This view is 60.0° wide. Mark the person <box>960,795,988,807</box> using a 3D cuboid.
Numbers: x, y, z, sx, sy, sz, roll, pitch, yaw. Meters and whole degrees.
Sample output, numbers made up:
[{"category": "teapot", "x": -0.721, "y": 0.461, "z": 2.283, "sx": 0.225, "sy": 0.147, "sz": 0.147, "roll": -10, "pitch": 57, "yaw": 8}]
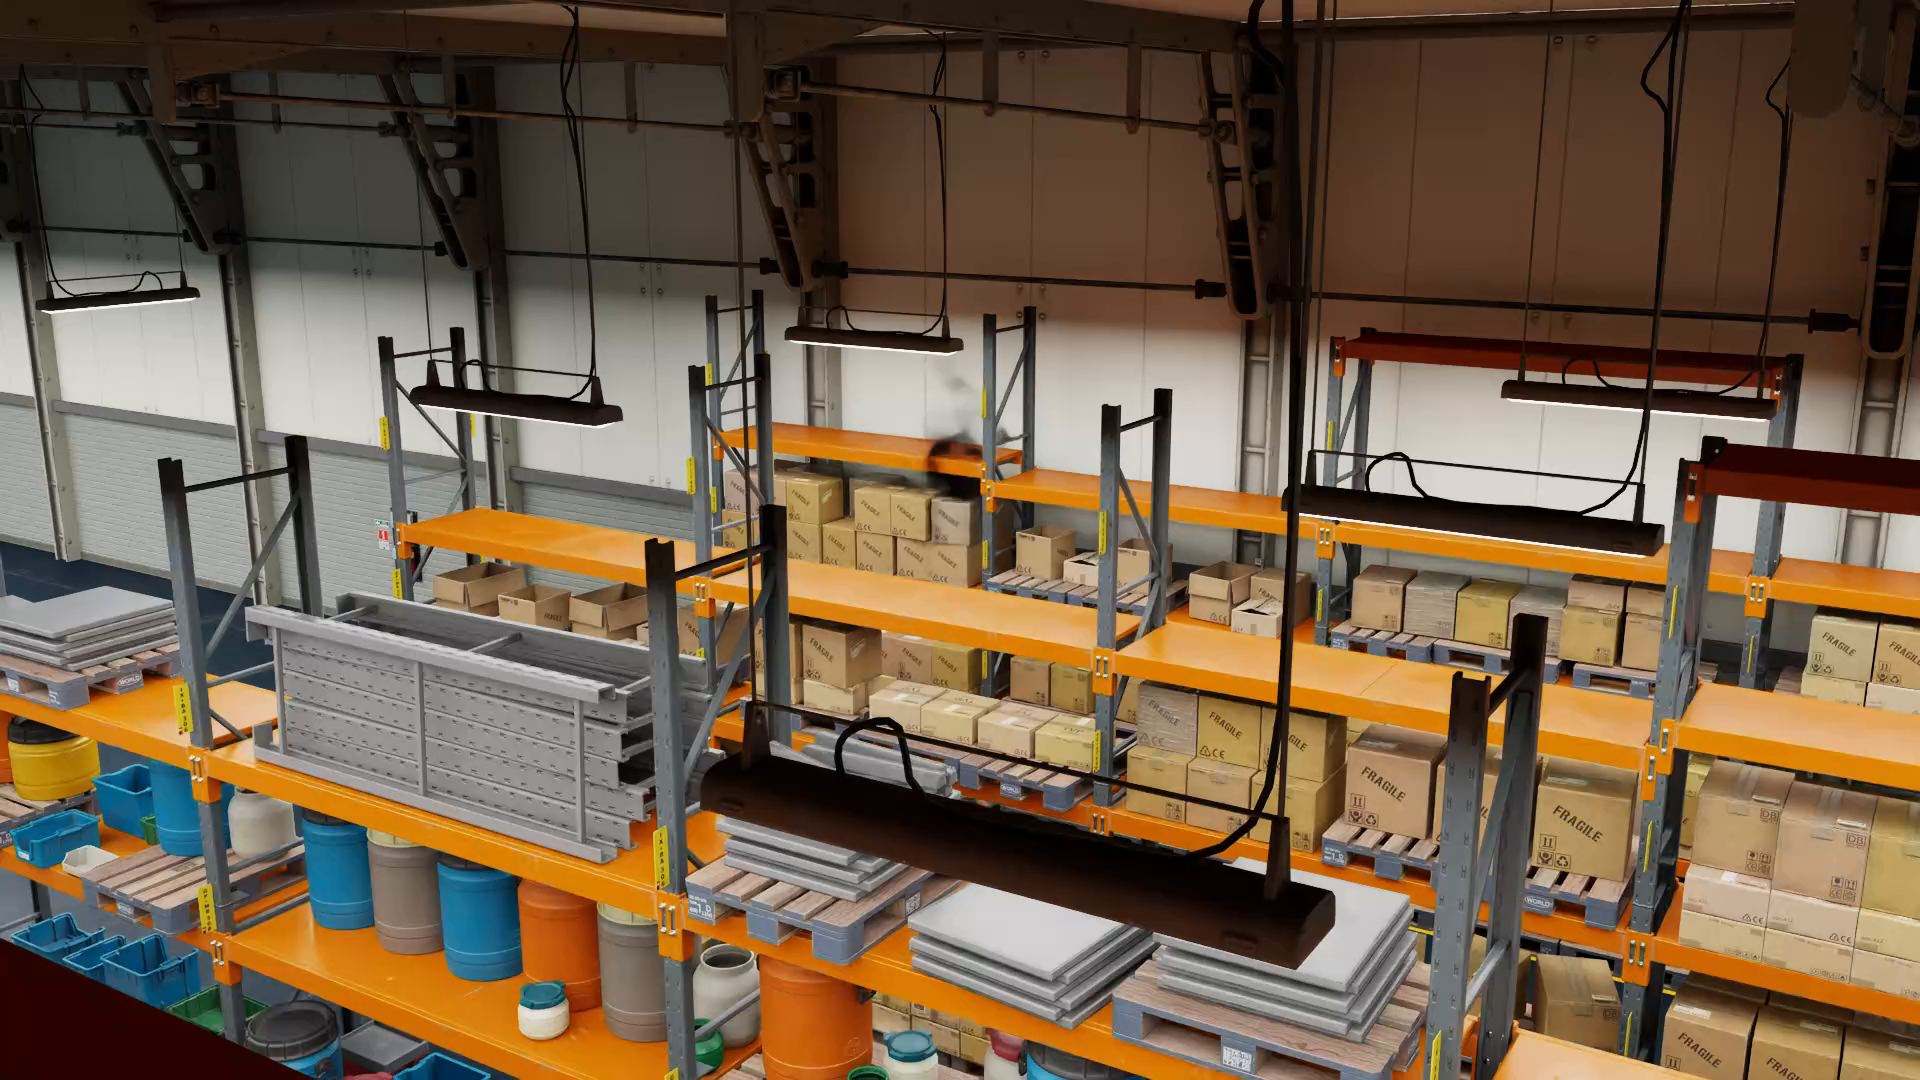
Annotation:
[{"category": "person", "x": -0.395, "y": 2.635, "z": 10.009, "sx": 5.317, "sy": 5.773, "sz": 13.685, "roll": 6, "pitch": 15, "yaw": 23}]
